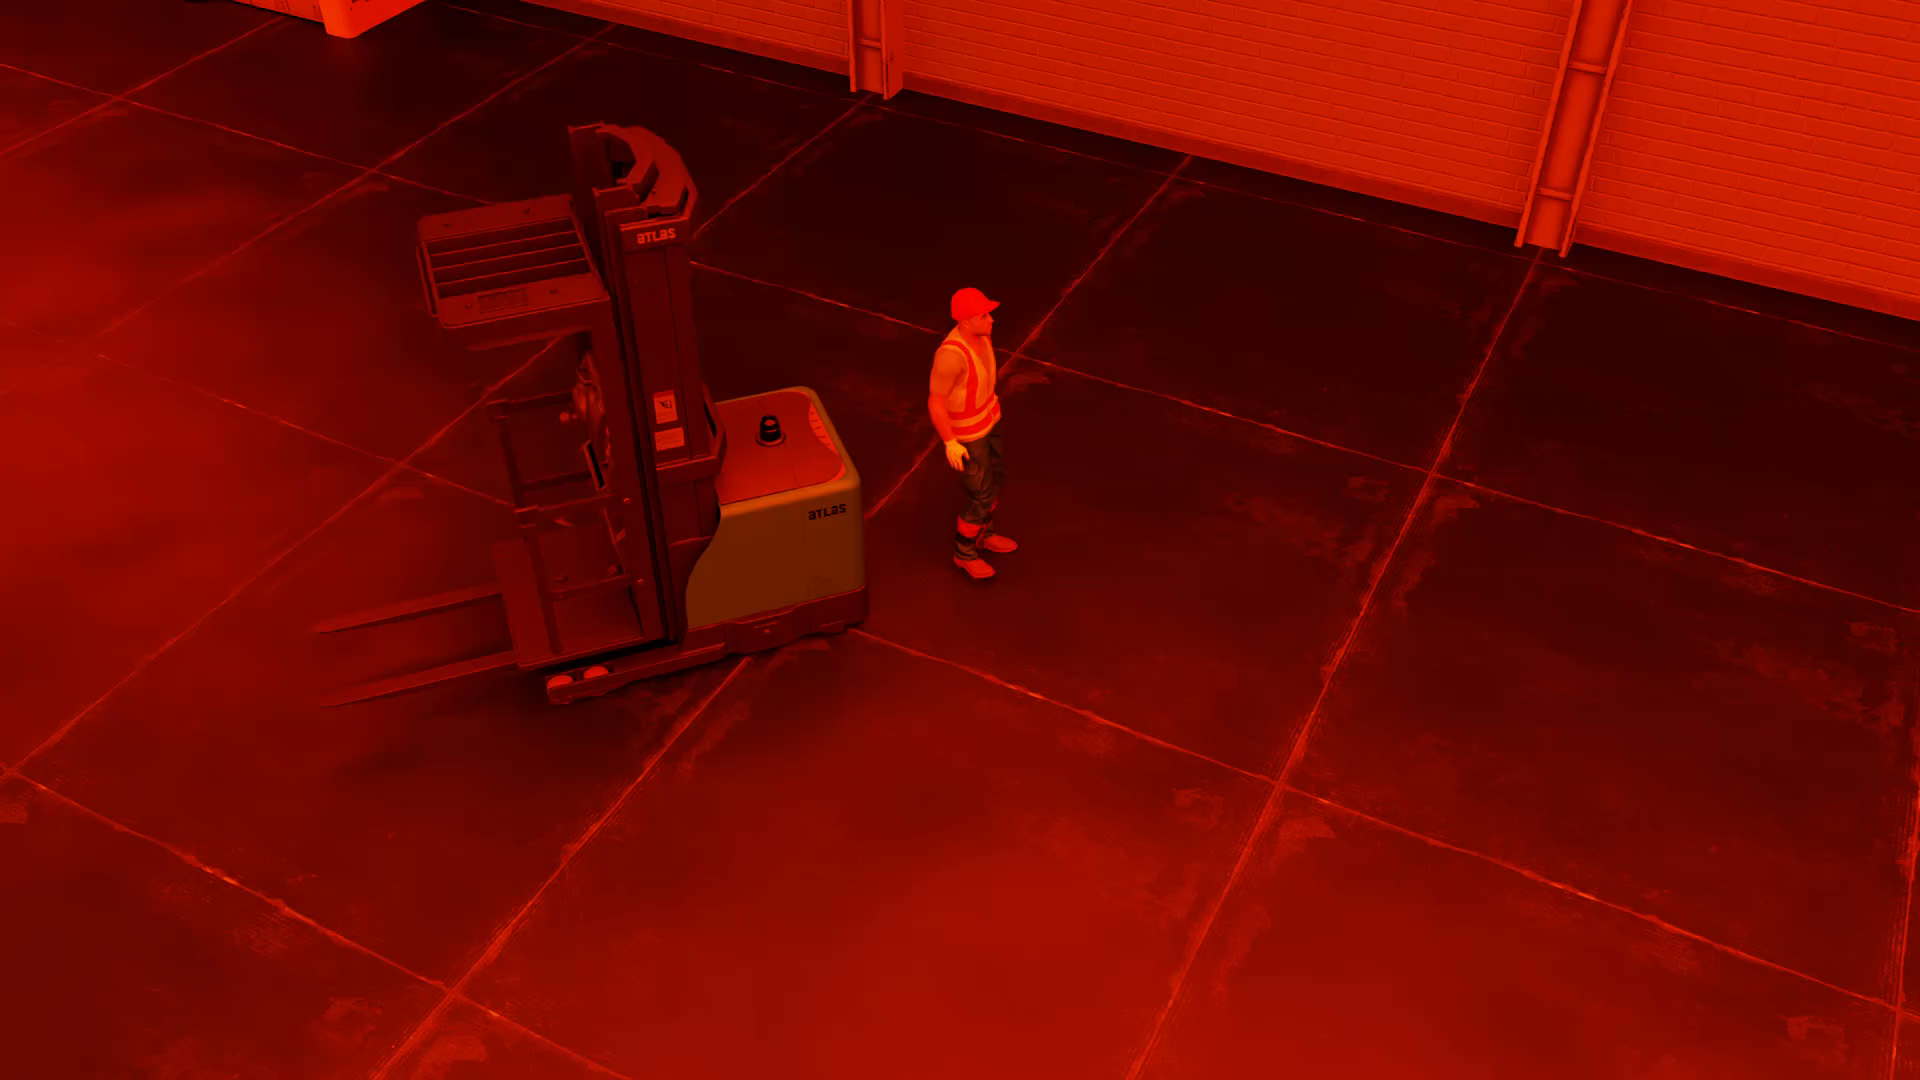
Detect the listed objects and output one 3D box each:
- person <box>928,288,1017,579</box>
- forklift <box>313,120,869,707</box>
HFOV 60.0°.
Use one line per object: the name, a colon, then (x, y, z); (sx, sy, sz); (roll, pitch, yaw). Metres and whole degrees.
person: (0.110, -0.639, 9.670); (0.484, 1.777, 0.719); (16, 43, 18)
forklift: (-2.100, -0.598, 8.697); (3.031, 2.935, 1.130); (-13, 42, -15)
